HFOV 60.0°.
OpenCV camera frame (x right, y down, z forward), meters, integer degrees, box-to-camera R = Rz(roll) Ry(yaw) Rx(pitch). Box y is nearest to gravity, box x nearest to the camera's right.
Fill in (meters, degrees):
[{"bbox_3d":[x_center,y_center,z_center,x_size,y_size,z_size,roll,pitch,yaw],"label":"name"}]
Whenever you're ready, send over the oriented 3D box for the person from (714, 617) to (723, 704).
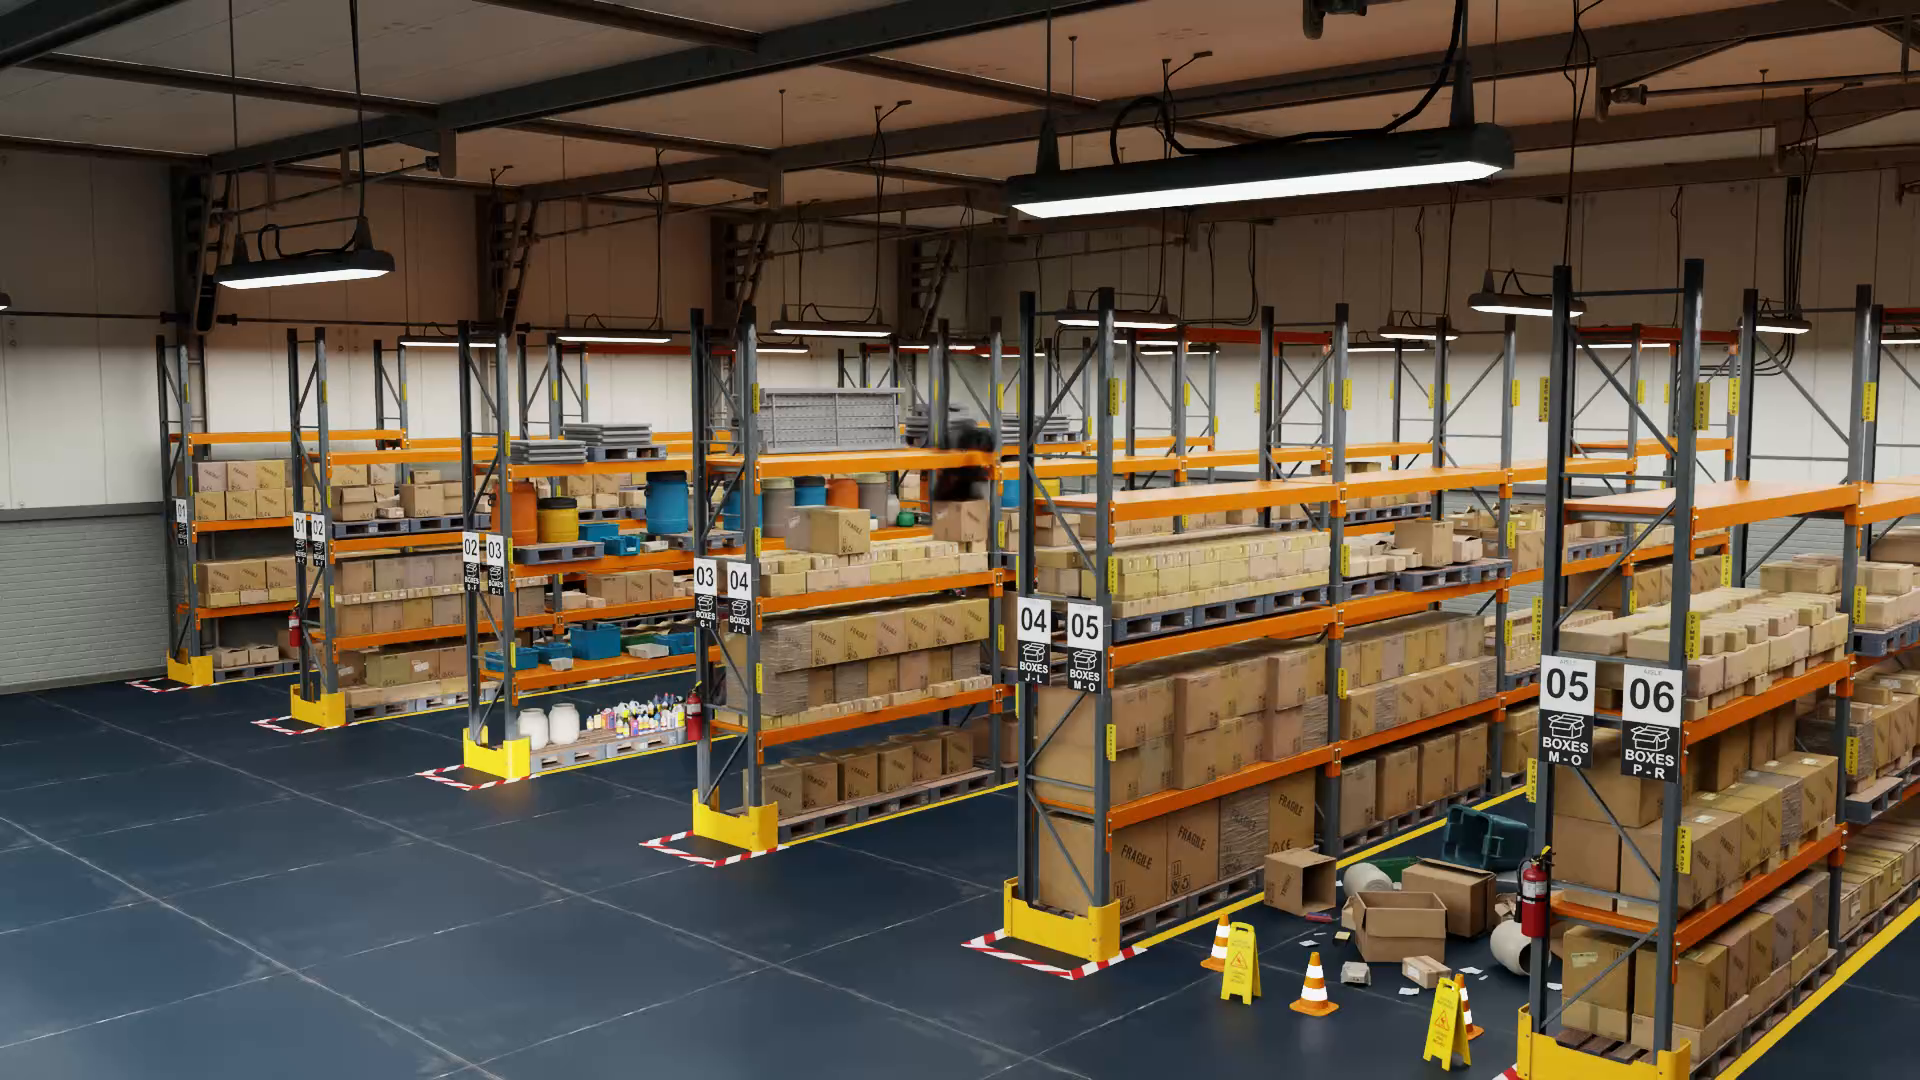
[{"bbox_3d":[-4.034,1.854,26.562,0.568,1.608,0.543,4,7,35],"label":"person"}]
